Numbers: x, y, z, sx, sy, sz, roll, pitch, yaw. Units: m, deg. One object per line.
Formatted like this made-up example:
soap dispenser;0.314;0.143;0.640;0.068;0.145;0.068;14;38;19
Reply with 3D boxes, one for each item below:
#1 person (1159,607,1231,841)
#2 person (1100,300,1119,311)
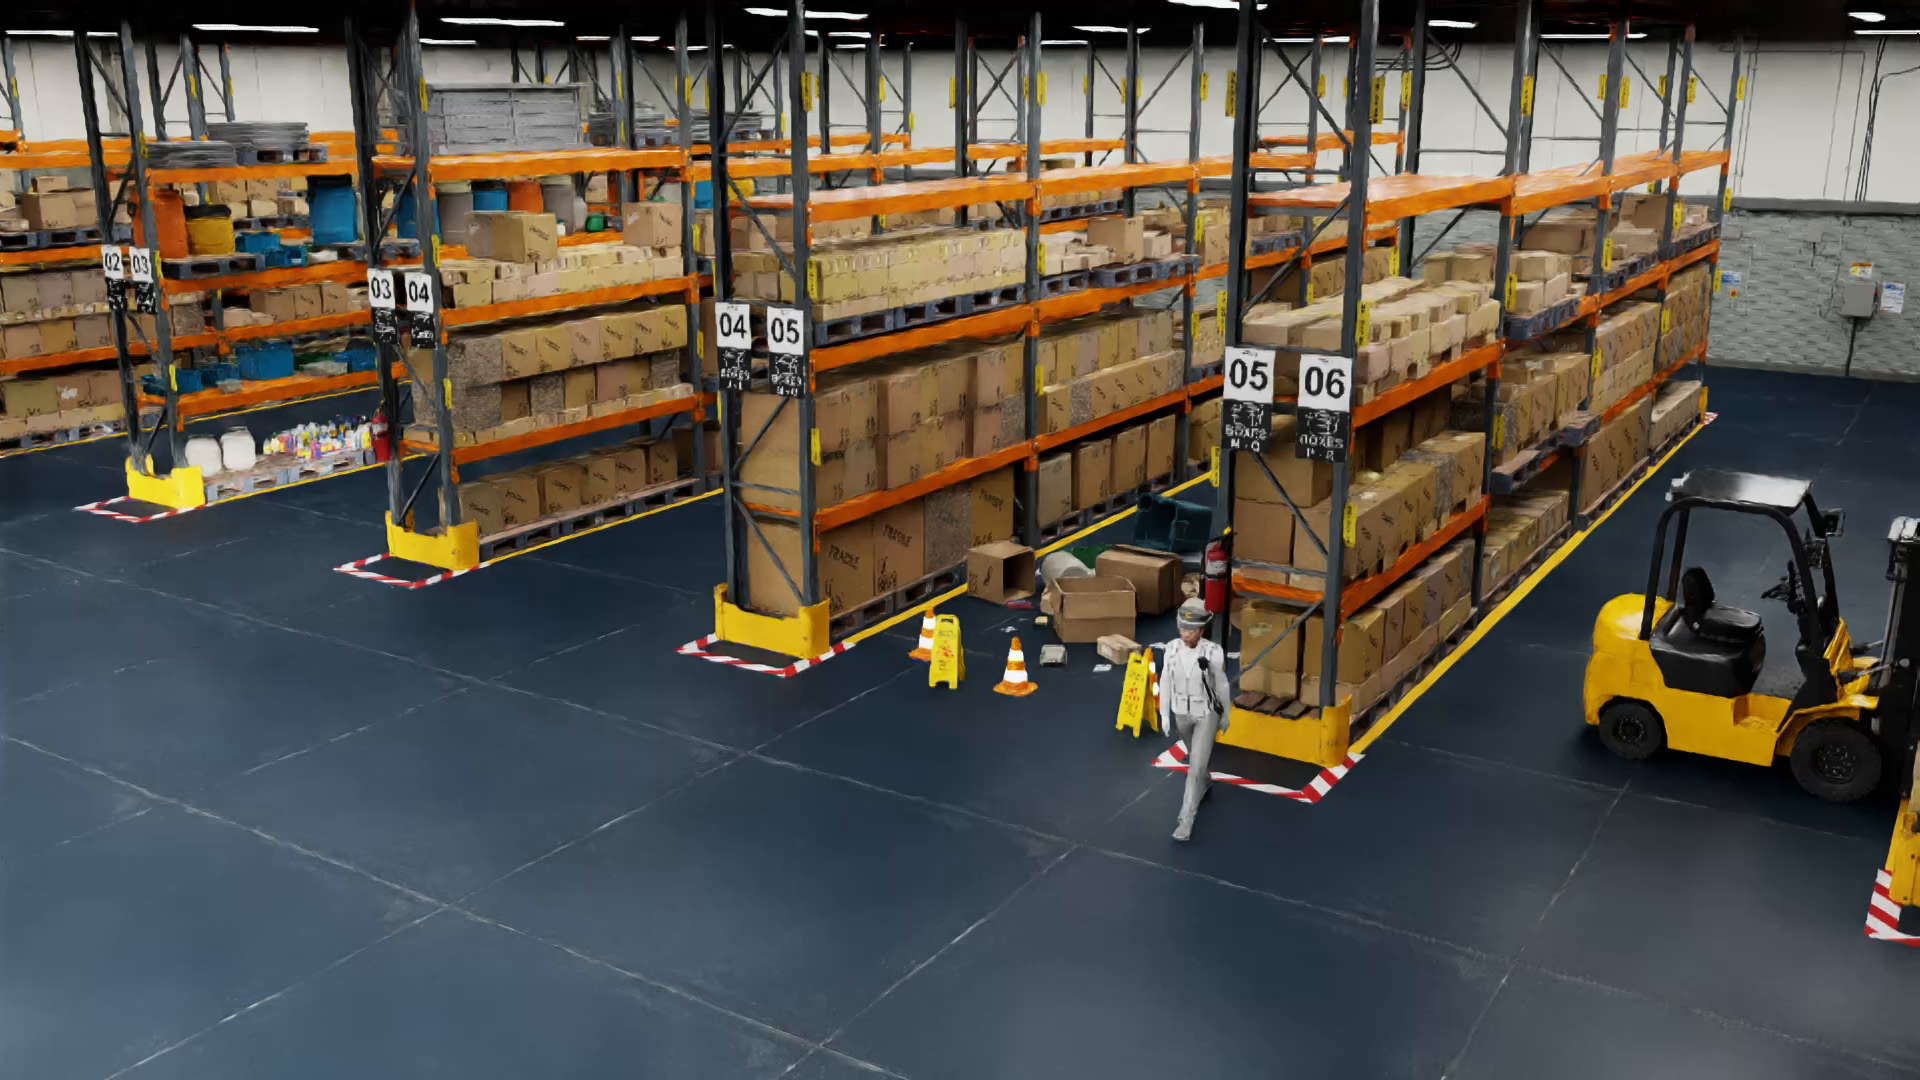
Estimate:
person;1.635;1.216;11.797;0.498;1.582;1.075;9;18;29
person;2.560;-3.408;28.069;0.433;1.788;0.710;7;17;22
